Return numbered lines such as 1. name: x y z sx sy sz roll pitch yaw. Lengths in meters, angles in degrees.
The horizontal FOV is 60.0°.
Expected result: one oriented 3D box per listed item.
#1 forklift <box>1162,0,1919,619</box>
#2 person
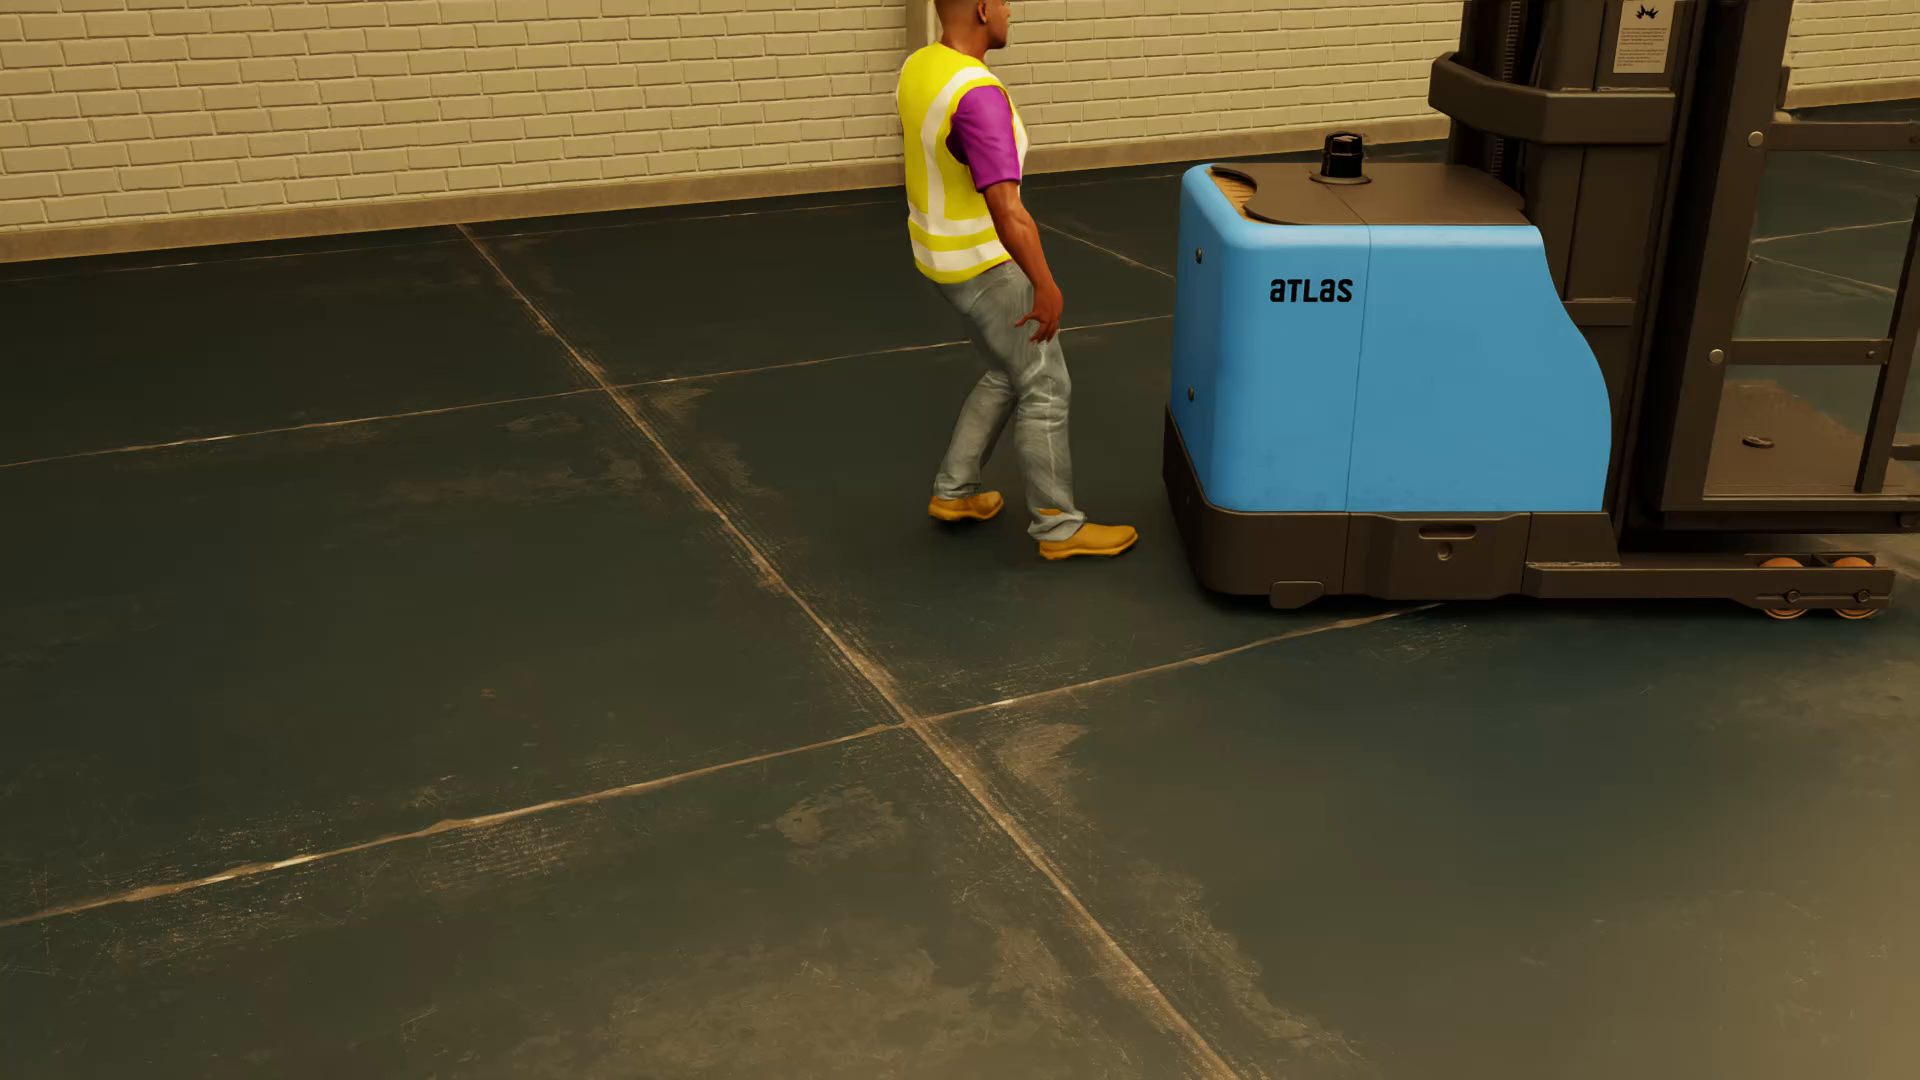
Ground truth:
1. forklift: 2.178 -1.340 4.512 3.031 2.935 1.130 0 23 0
2. person: 0.156 -0.835 4.897 0.624 1.727 0.746 -7 24 -16
